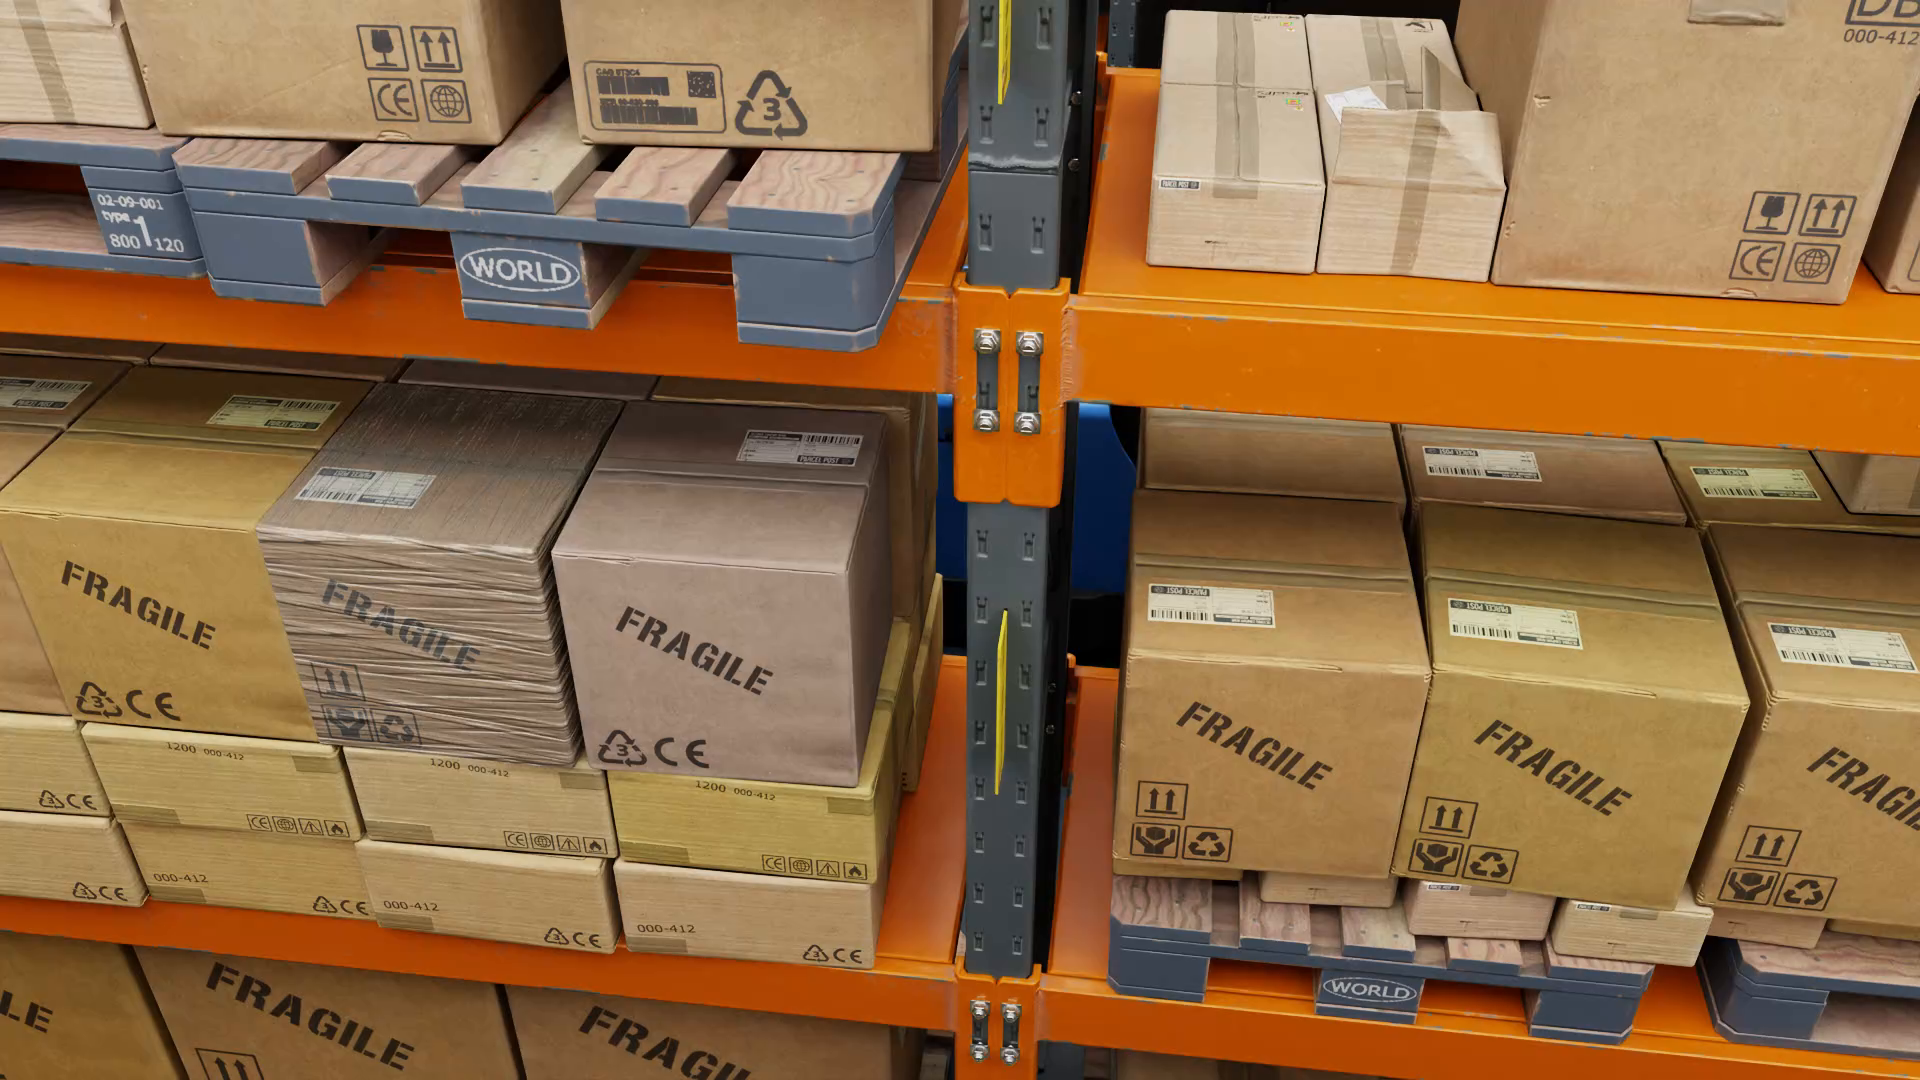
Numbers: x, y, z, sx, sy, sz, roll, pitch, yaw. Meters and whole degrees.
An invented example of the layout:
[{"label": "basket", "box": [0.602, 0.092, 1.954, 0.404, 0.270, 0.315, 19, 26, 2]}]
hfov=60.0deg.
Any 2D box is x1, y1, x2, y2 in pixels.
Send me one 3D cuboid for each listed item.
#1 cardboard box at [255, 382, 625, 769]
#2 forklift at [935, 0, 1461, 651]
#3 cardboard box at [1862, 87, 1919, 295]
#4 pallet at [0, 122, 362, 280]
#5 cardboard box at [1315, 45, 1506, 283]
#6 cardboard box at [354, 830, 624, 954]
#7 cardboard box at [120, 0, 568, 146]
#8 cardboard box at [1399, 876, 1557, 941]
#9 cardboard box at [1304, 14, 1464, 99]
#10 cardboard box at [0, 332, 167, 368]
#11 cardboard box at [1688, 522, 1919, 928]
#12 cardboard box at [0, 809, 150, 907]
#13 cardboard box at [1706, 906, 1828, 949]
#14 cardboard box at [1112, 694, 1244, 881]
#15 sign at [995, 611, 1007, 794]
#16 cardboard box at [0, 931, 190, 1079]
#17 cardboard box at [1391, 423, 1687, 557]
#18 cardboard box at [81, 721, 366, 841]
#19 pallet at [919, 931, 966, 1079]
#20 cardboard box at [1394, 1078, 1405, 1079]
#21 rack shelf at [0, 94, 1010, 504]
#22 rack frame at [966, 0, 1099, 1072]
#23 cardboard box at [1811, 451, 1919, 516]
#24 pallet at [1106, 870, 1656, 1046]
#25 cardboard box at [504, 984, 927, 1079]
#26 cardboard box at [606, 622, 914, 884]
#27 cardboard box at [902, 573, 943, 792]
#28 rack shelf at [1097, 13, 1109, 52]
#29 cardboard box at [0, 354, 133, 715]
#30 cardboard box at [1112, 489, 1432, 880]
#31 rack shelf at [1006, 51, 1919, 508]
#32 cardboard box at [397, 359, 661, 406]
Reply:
[{"label": "cardboard box", "box": [-0.920, 0.058, 3.140, 0.500, 0.500, 0.500, 5, 36, 7]}, {"label": "forklift", "box": [1.273, -0.991, 5.616, 3.031, 2.935, 1.130, 5, 36, 7]}, {"label": "cardboard box", "box": [1.653, -0.740, 2.534, 0.637, 0.503, 0.797, 4, 36, 6]}, {"label": "pallet", "box": [-1.619, -0.816, 2.891, 1.213, 0.211, 1.003, 6, 36, 8]}, {"label": "cardboard box", "box": [0.680, -0.599, 2.541, 0.258, 0.266, 0.396, 4, 36, 6]}, {"label": "cardboard box", "box": [-0.907, 0.571, 3.497, 0.500, 0.250, 0.500, 5, 36, 7]}, {"label": "cardboard box", "box": [-0.870, -0.970, 2.497, 0.500, 0.500, 0.700, 3, 36, 4]}, {"label": "cardboard box", "box": [0.977, 0.576, 3.215, 0.250, 0.149, 0.380, 2, 36, 3]}, {"label": "cardboard box", "box": [0.723, -0.776, 2.889, 0.250, 0.149, 0.380, 4, 36, 6]}, {"label": "cardboard box", "box": [-1.826, -0.316, 3.664, 0.500, 0.500, 0.500, 5, 36, 7]}, {"label": "cardboard box", "box": [1.599, 0.330, 3.001, 0.500, 0.500, 0.500, 5, 36, 7]}, {"label": "cardboard box", "box": [-1.914, 0.503, 3.592, 0.500, 0.250, 0.500, 4, 36, 5]}, {"label": "cardboard box", "box": [1.496, 0.581, 3.208, 0.250, 0.149, 0.380, 6, 36, 9]}, {"label": "cardboard box", "box": [0.435, 0.489, 3.337, 0.250, 0.149, 0.380, 2, 36, 3]}, {"label": "sign", "box": [0.069, 0.275, 2.785, 0.005, 0.325, 0.100, 4, 36, 6]}, {"label": "cardboard box", "box": [-2.309, 0.887, 4.393, 0.875, 0.875, 0.875, 5, 36, 7]}, {"label": "cardboard box", "box": [1.137, -0.001, 3.465, 0.500, 0.500, 0.500, 4, 36, 5]}, {"label": "cardboard box", "box": [-1.396, 0.333, 3.400, 0.500, 0.250, 0.500, 3, 36, 5]}, {"label": "pallet", "box": [-0.636, 1.460, 4.523, 1.213, 0.211, 1.003, 4, 36, 6]}, {"label": "cardboard box", "box": [1.428, 1.423, 4.075, 0.625, 0.372, 0.950, 4, 36, 5]}, {"label": "rack shelf", "box": [-1.847, -0.649, 3.115, 4.000, 0.370, 1.077, 4, 36, 6]}, {"label": "rack frame", "box": [0.136, 0.427, 3.570, 0.127, 3.000, 1.000, 4, 36, 6]}, {"label": "cardboard box", "box": [1.795, -0.212, 3.202, 0.250, 0.149, 0.380, 3, 36, 4]}, {"label": "pallet", "box": [0.857, 0.496, 3.638, 1.003, 0.211, 1.213, 4, 36, 6]}, {"label": "cardboard box", "box": [-0.538, 1.022, 4.204, 0.875, 0.875, 0.875, 4, 36, 6]}, {"label": "cardboard box", "box": [-0.376, 0.395, 3.314, 0.500, 0.250, 0.500, 4, 36, 6]}, {"label": "cardboard box", "box": [-0.317, 0.307, 3.868, 0.500, 0.250, 0.500, 4, 36, 5]}, {"label": "rack shelf", "box": [-1.219, -2.289, 7.994, 4.000, 0.370, 1.077, 4, 36, 6]}, {"label": "cardboard box", "box": [-1.912, -0.024, 3.255, 0.500, 0.500, 0.500, 4, 36, 5]}, {"label": "cardboard box", "box": [0.553, 0.261, 3.099, 0.500, 0.500, 0.500, 3, 36, 5]}, {"label": "rack shelf", "box": [2.120, -0.354, 2.700, 4.000, 0.370, 1.077, 4, 36, 6]}, {"label": "cardboard box", "box": [-0.815, -0.230, 3.543, 0.500, 0.500, 0.500, 4, 36, 6]}]
